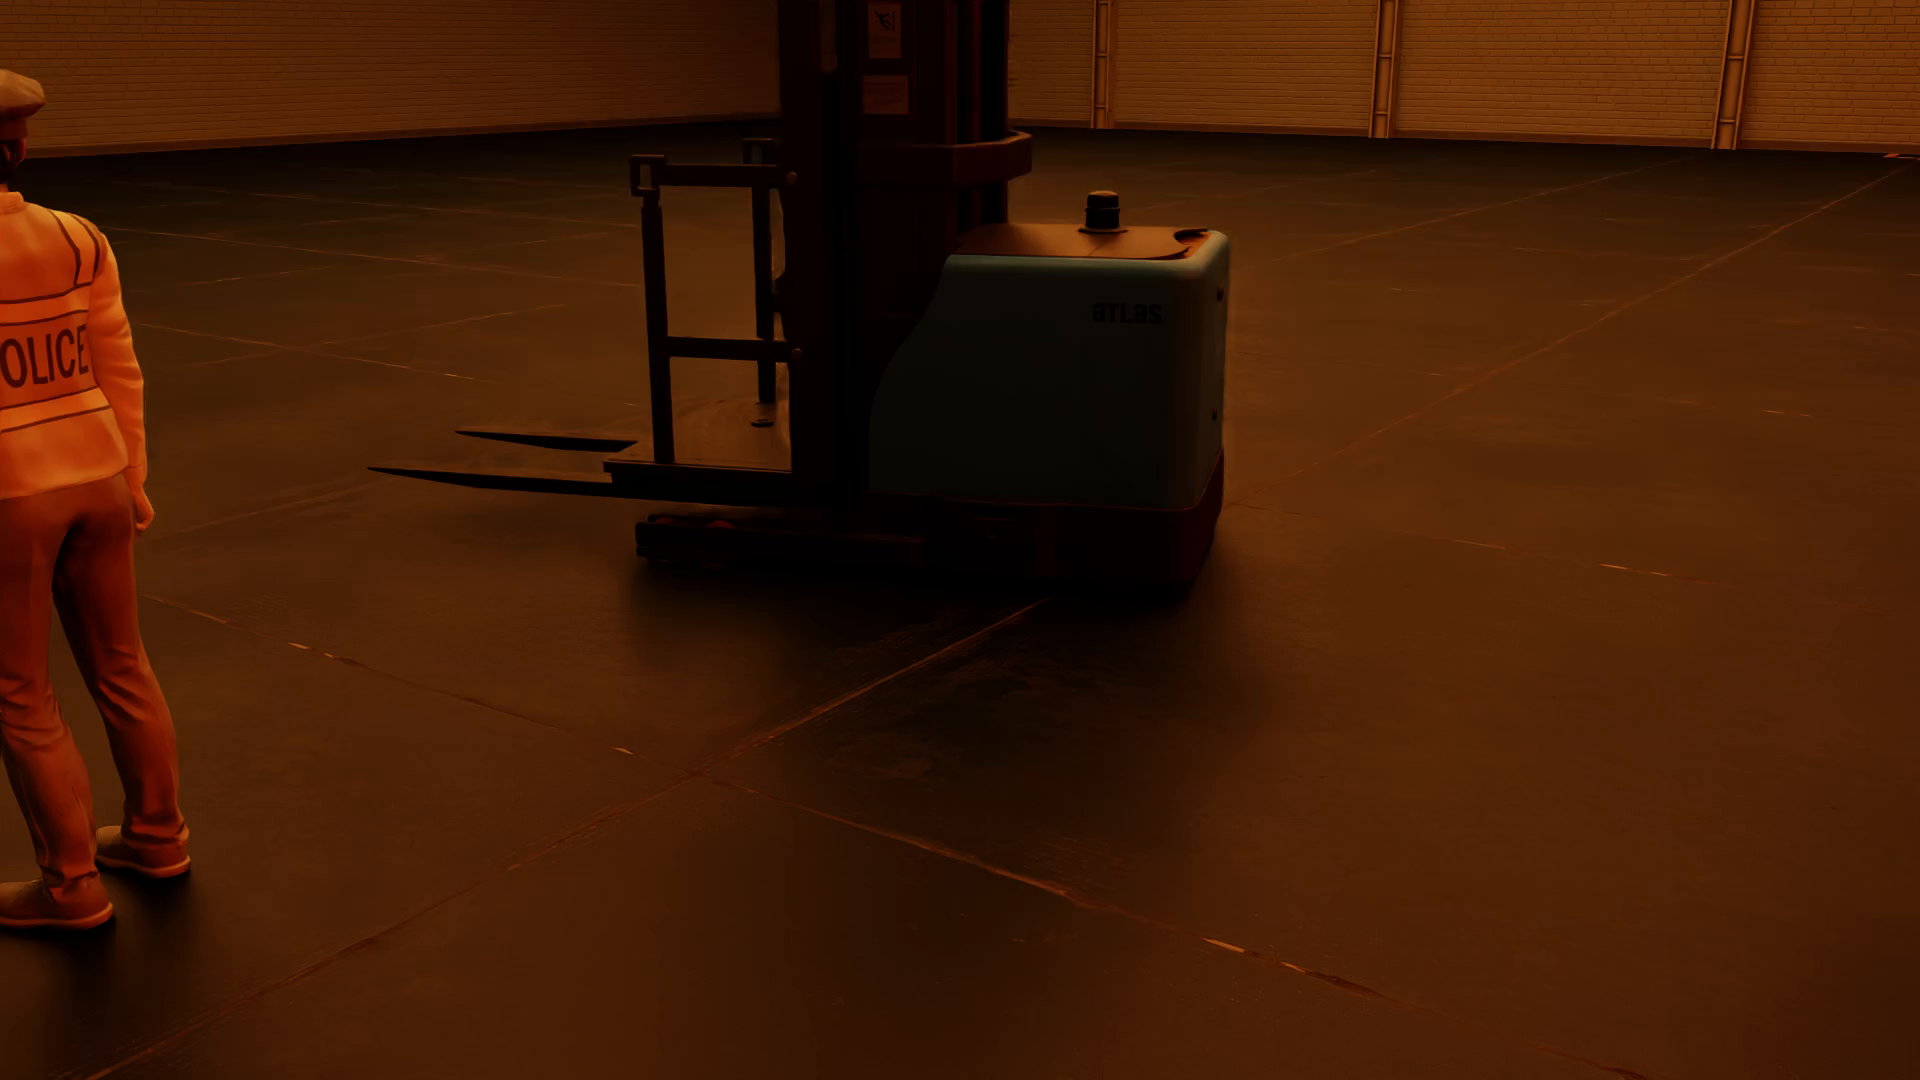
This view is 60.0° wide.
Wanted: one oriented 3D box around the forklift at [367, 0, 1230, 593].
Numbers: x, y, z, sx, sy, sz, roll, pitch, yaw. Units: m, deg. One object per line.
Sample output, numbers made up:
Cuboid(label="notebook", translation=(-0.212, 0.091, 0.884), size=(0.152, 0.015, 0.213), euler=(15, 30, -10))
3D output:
Cuboid(label="forklift", translation=(-0.614, -1.442, 5.656), size=(3.031, 2.935, 1.130), euler=(4, 17, 13))

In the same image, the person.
Cuboid(label="person", translation=(-1.813, -0.064, 3.228), size=(0.339, 1.689, 0.497), euler=(8, 18, 24))
